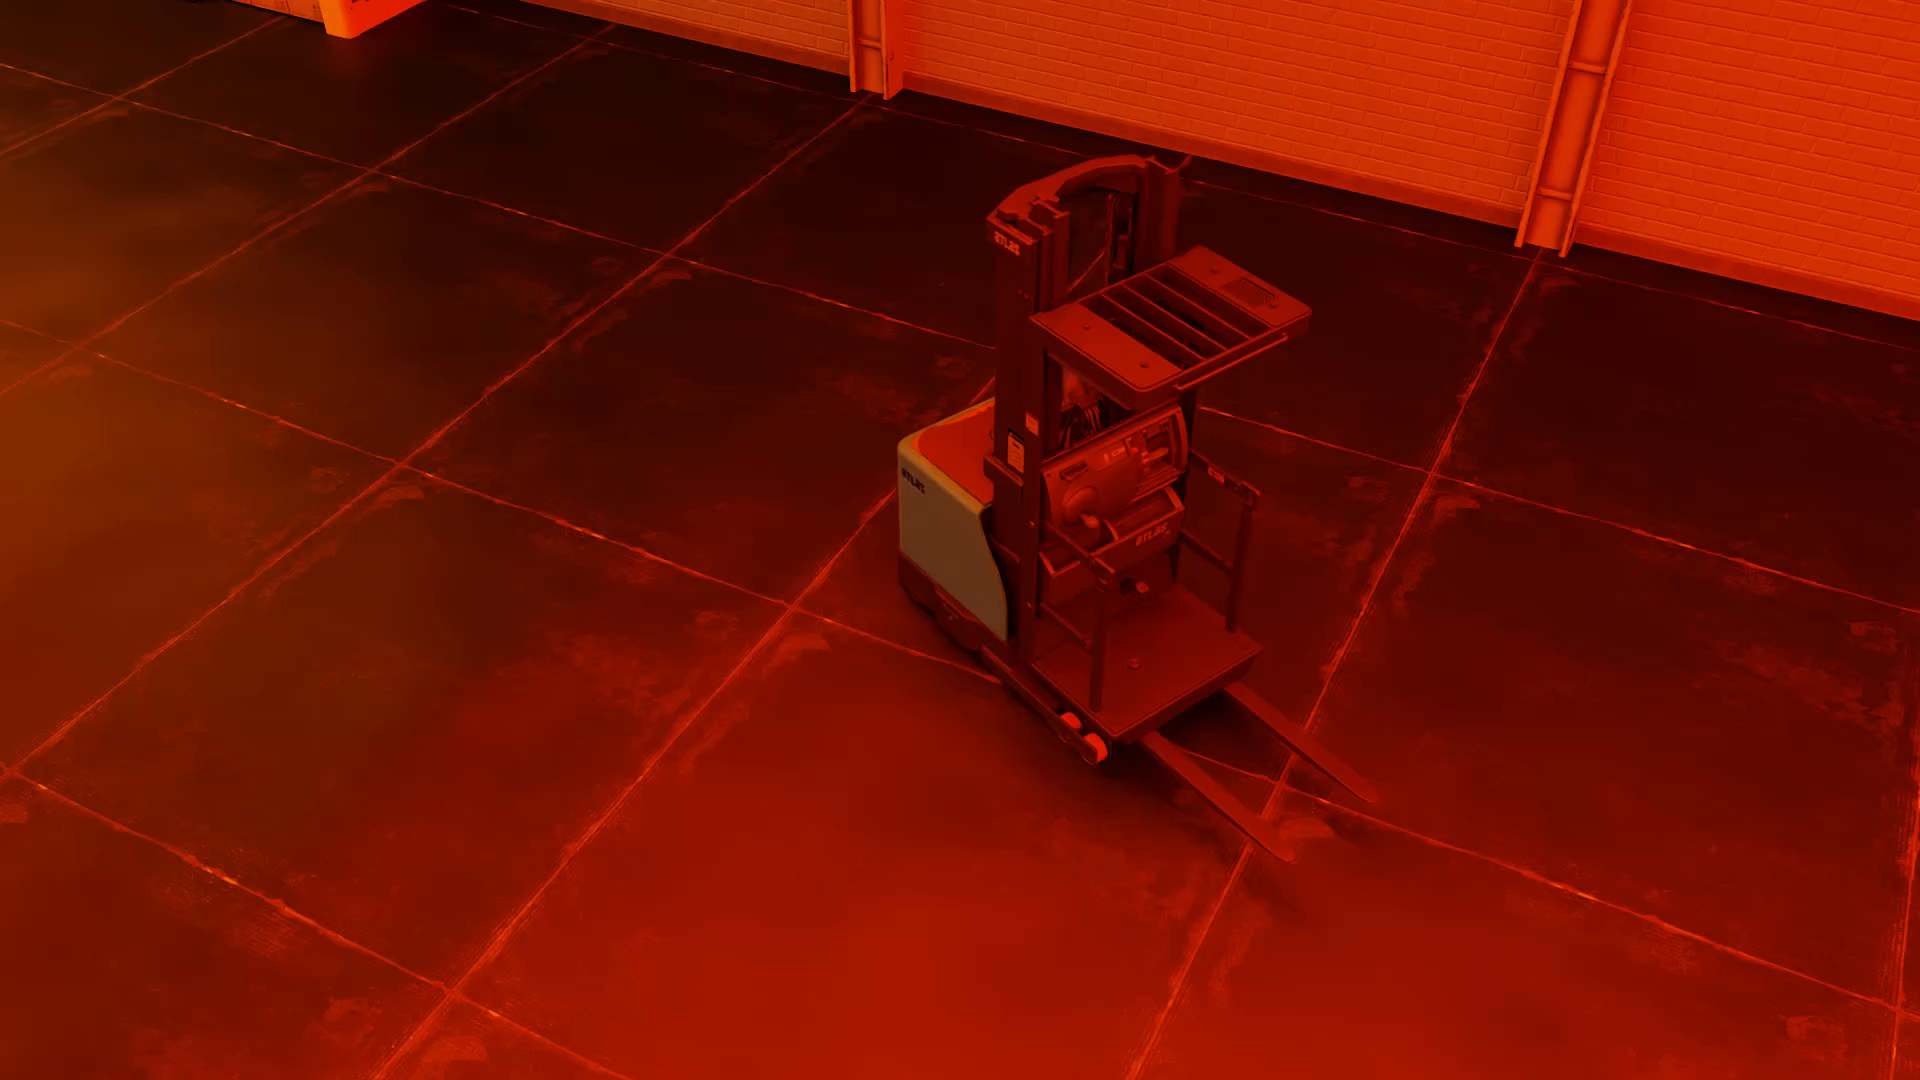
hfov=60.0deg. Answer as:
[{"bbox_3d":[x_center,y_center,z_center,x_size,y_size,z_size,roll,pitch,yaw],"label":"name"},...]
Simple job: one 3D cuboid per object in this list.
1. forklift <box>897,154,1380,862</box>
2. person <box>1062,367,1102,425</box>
[{"bbox_3d":[0.929,-0.293,8.334,1.130,2.935,3.031,-26,47,-28],"label":"forklift"},{"bbox_3d":[0.882,-0.583,9.808,0.894,1.481,0.641,-28,47,-29],"label":"person"}]
